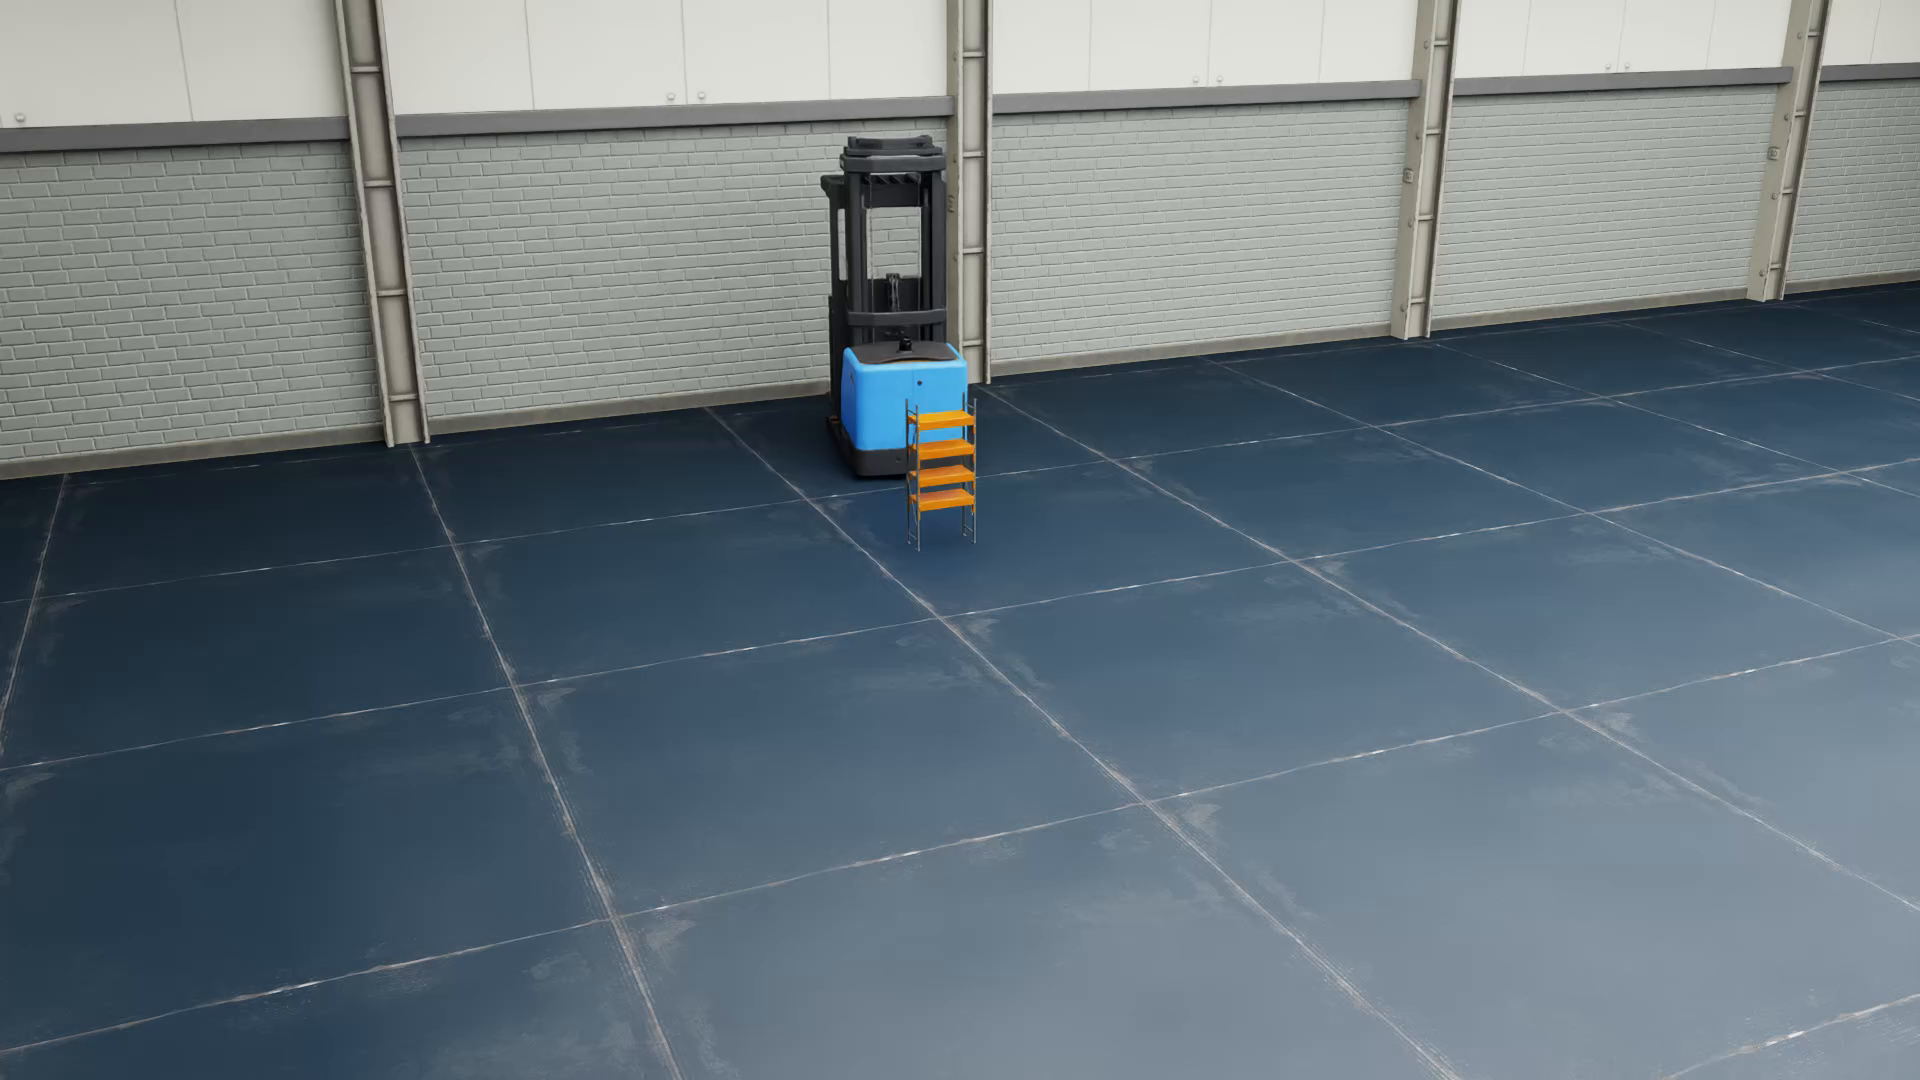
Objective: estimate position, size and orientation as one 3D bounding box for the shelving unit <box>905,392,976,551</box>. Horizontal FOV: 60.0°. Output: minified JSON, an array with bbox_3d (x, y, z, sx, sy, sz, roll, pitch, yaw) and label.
[{"bbox_3d":[-0.152,-0.544,13.261,0.503,1.200,0.258,-8,21,-22],"label":"shelving unit"}]

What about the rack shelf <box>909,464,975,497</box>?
[{"bbox_3d":[-0.152,-0.481,13.283,0.480,0.148,0.258,-8,21,-22],"label":"rack shelf"}]

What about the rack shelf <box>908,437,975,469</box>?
[{"bbox_3d":[-0.152,-0.692,13.209,0.480,0.148,0.258,-8,21,-22],"label":"rack shelf"}]

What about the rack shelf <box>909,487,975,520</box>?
[{"bbox_3d":[-0.152,-0.293,13.349,0.480,0.148,0.258,-8,21,-22],"label":"rack shelf"}]

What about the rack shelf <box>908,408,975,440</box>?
[{"bbox_3d":[-0.152,-0.915,13.130,0.480,0.148,0.258,-8,21,-22],"label":"rack shelf"}]

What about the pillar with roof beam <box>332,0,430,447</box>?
[{"bbox_3d":[-3.703,-3.903,11.056,0.400,9.000,9.100,-8,21,-22],"label":"pillar with roof beam"}]

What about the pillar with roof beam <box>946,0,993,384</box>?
[{"bbox_3d":[1.806,-4.692,13.298,0.400,9.000,9.100,-8,21,-22],"label":"pillar with roof beam"}]

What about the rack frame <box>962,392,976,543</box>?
[{"bbox_3d":[0.072,-0.576,13.352,0.015,1.200,0.240,-8,21,-22],"label":"rack frame"}]

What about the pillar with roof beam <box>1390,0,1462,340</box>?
[{"bbox_3d":[7.315,-5.481,15.539,0.400,9.000,9.100,-8,21,-22],"label":"pillar with roof beam"}]

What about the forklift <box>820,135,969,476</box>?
[{"bbox_3d":[-0.718,-2.409,15.950,1.130,2.935,3.031,-4,20,-11],"label":"forklift"}]

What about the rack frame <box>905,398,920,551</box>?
[{"bbox_3d":[-0.376,-0.512,13.170,0.015,1.200,0.240,-8,21,-22],"label":"rack frame"}]

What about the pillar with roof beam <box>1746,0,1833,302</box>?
[{"bbox_3d":[12.825,-6.270,17.781,0.400,9.000,9.100,-8,21,-22],"label":"pillar with roof beam"}]
